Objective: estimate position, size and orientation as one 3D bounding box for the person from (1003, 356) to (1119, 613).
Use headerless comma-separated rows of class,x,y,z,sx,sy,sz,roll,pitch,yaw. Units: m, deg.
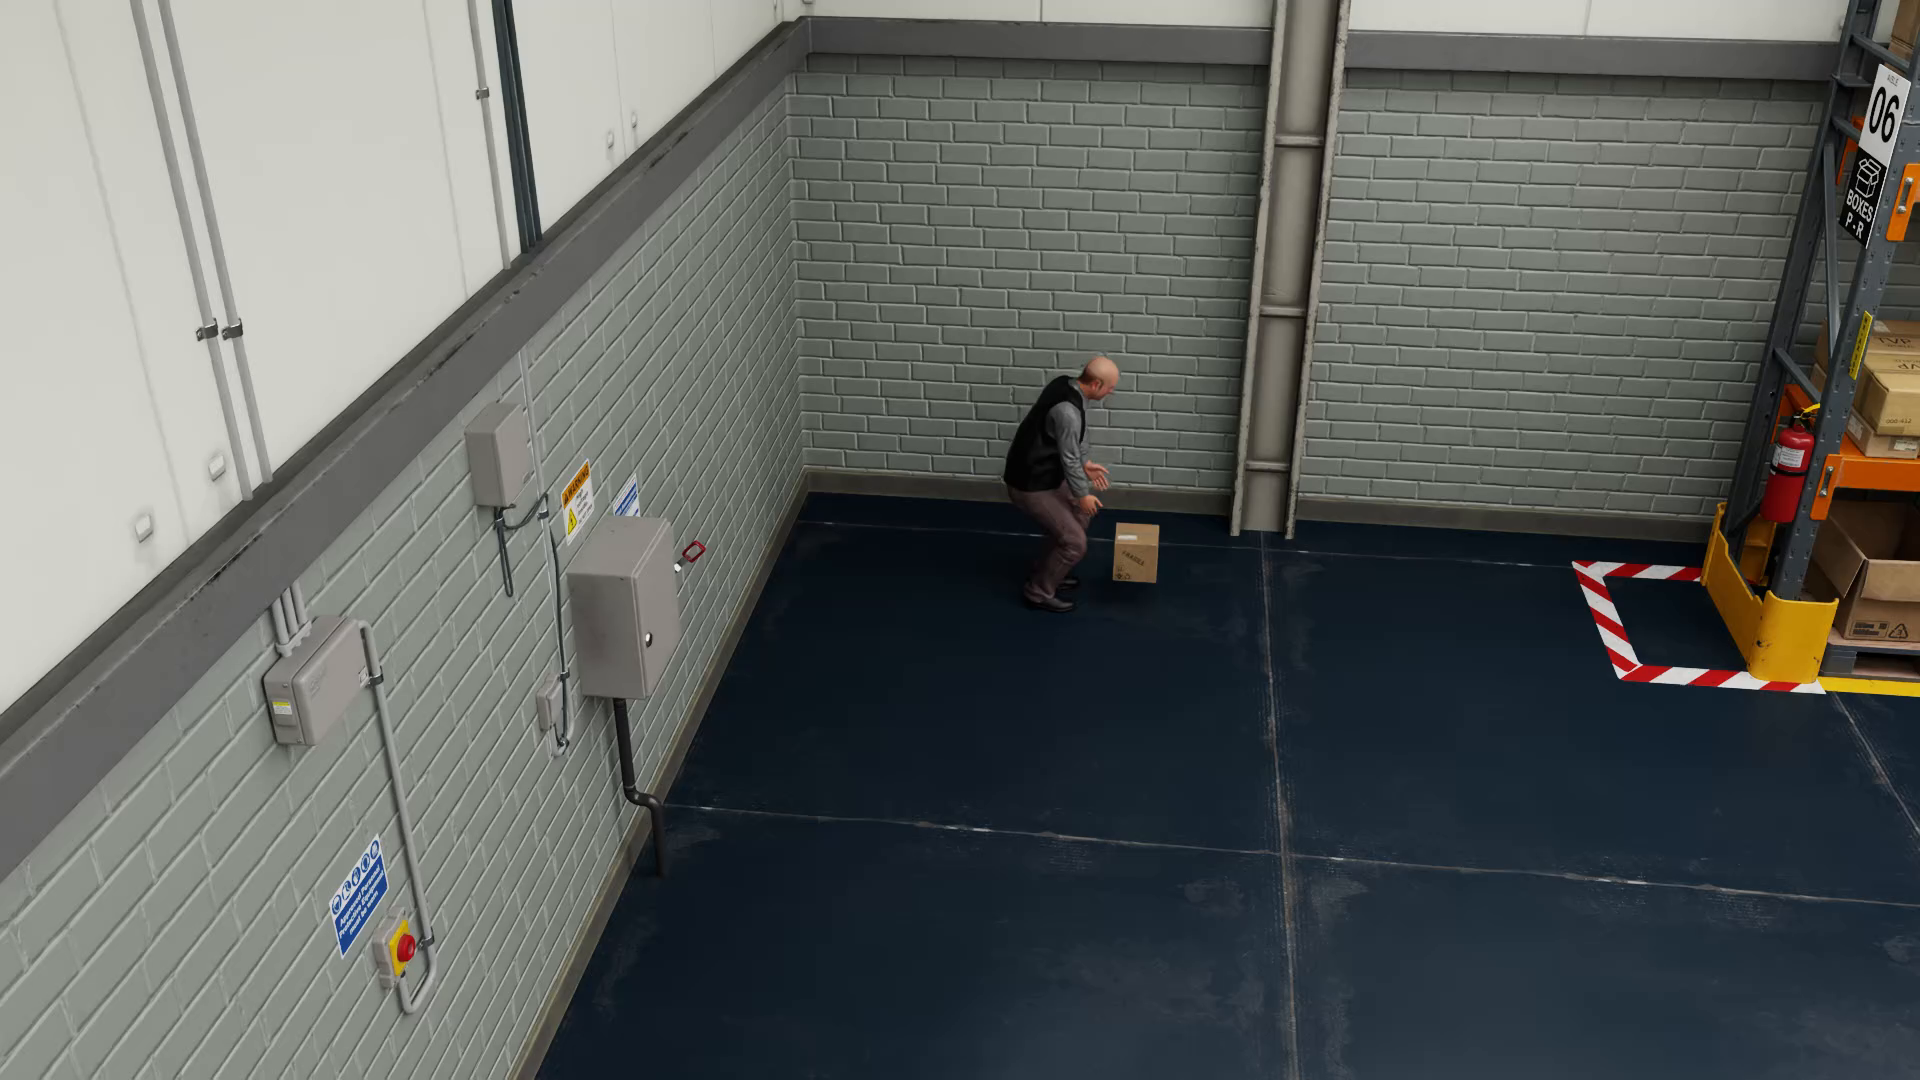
person,0.567,-0.347,9.526,0.625,1.514,0.588,4,28,7
